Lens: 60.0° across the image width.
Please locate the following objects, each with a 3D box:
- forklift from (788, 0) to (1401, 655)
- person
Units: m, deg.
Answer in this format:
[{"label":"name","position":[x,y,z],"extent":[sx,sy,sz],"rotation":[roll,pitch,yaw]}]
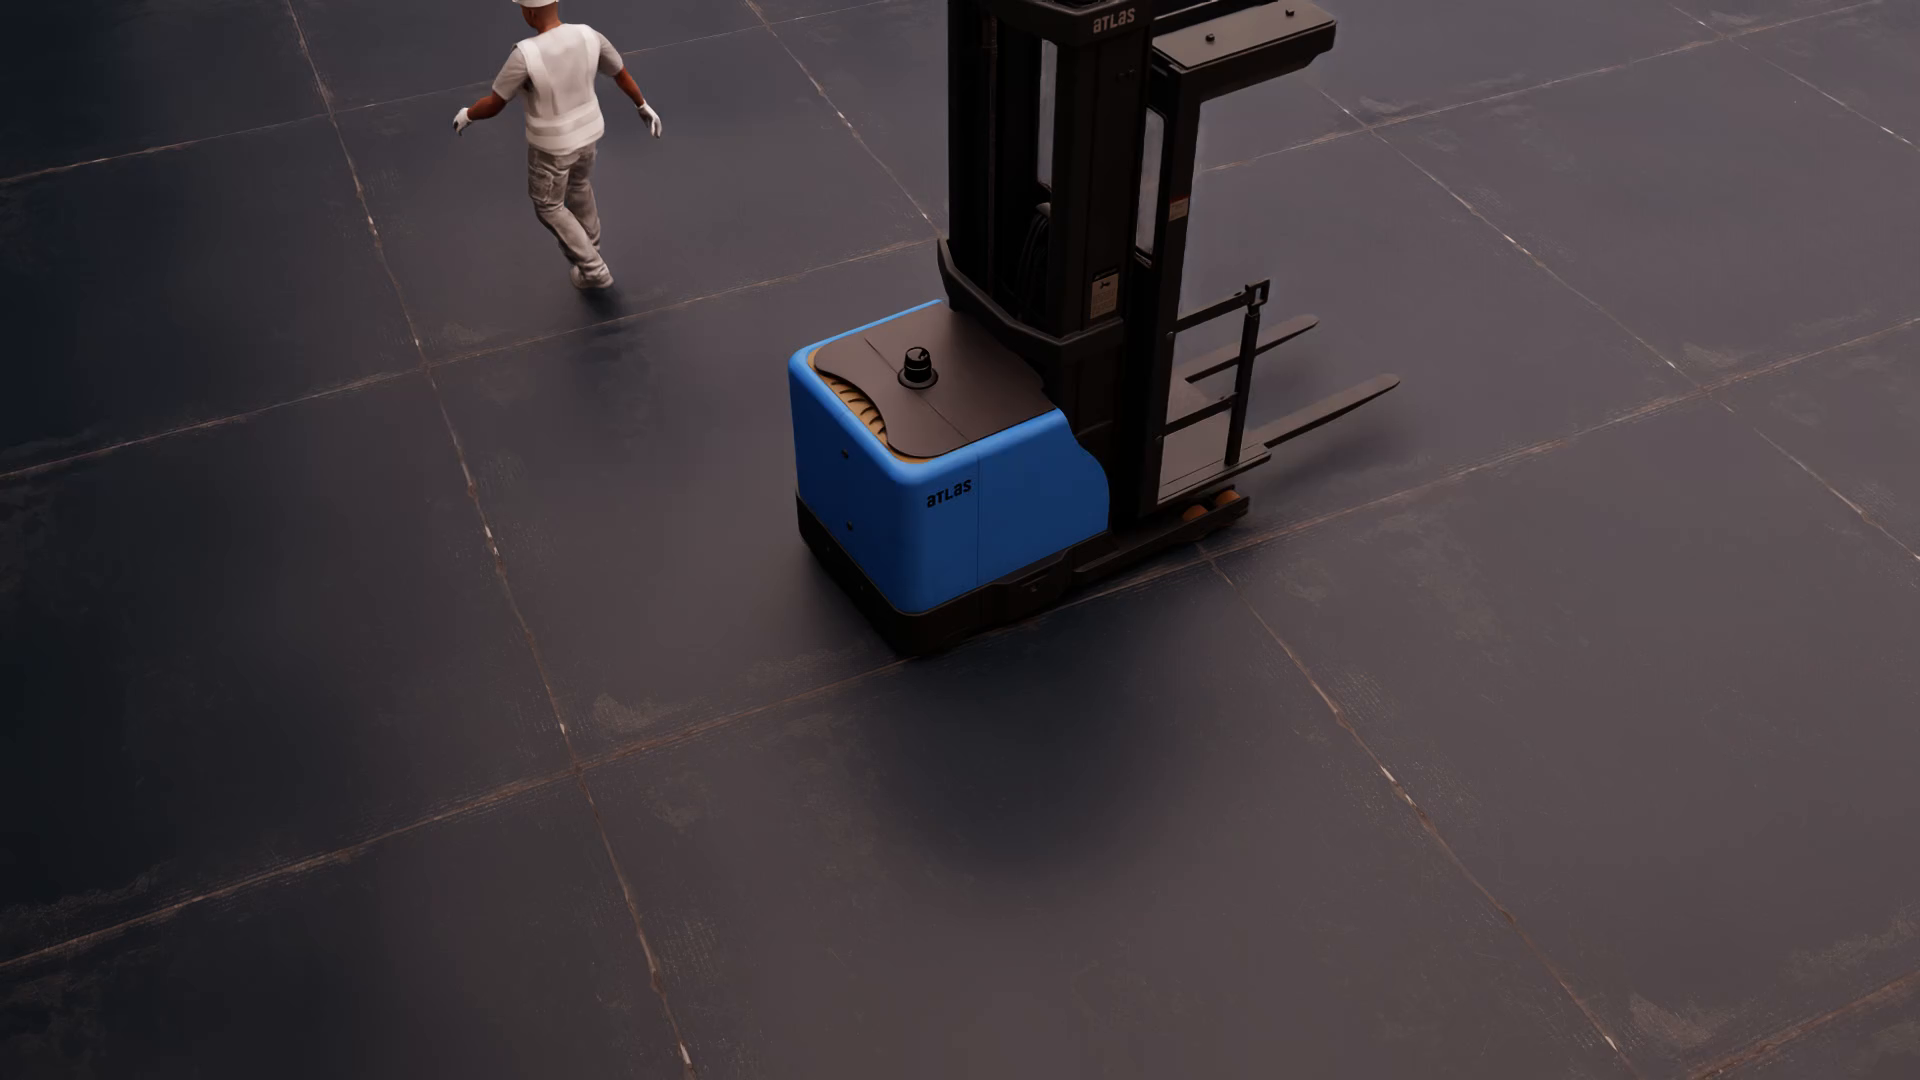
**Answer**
[{"label":"forklift","position":[0.765,-1.352,7.129],"extent":[3.031,2.935,1.130],"rotation":[-24,48,-23]},{"label":"person","position":[-2.110,-2.176,8.872],"extent":[0.728,1.761,0.944],"rotation":[32,51,29]}]
